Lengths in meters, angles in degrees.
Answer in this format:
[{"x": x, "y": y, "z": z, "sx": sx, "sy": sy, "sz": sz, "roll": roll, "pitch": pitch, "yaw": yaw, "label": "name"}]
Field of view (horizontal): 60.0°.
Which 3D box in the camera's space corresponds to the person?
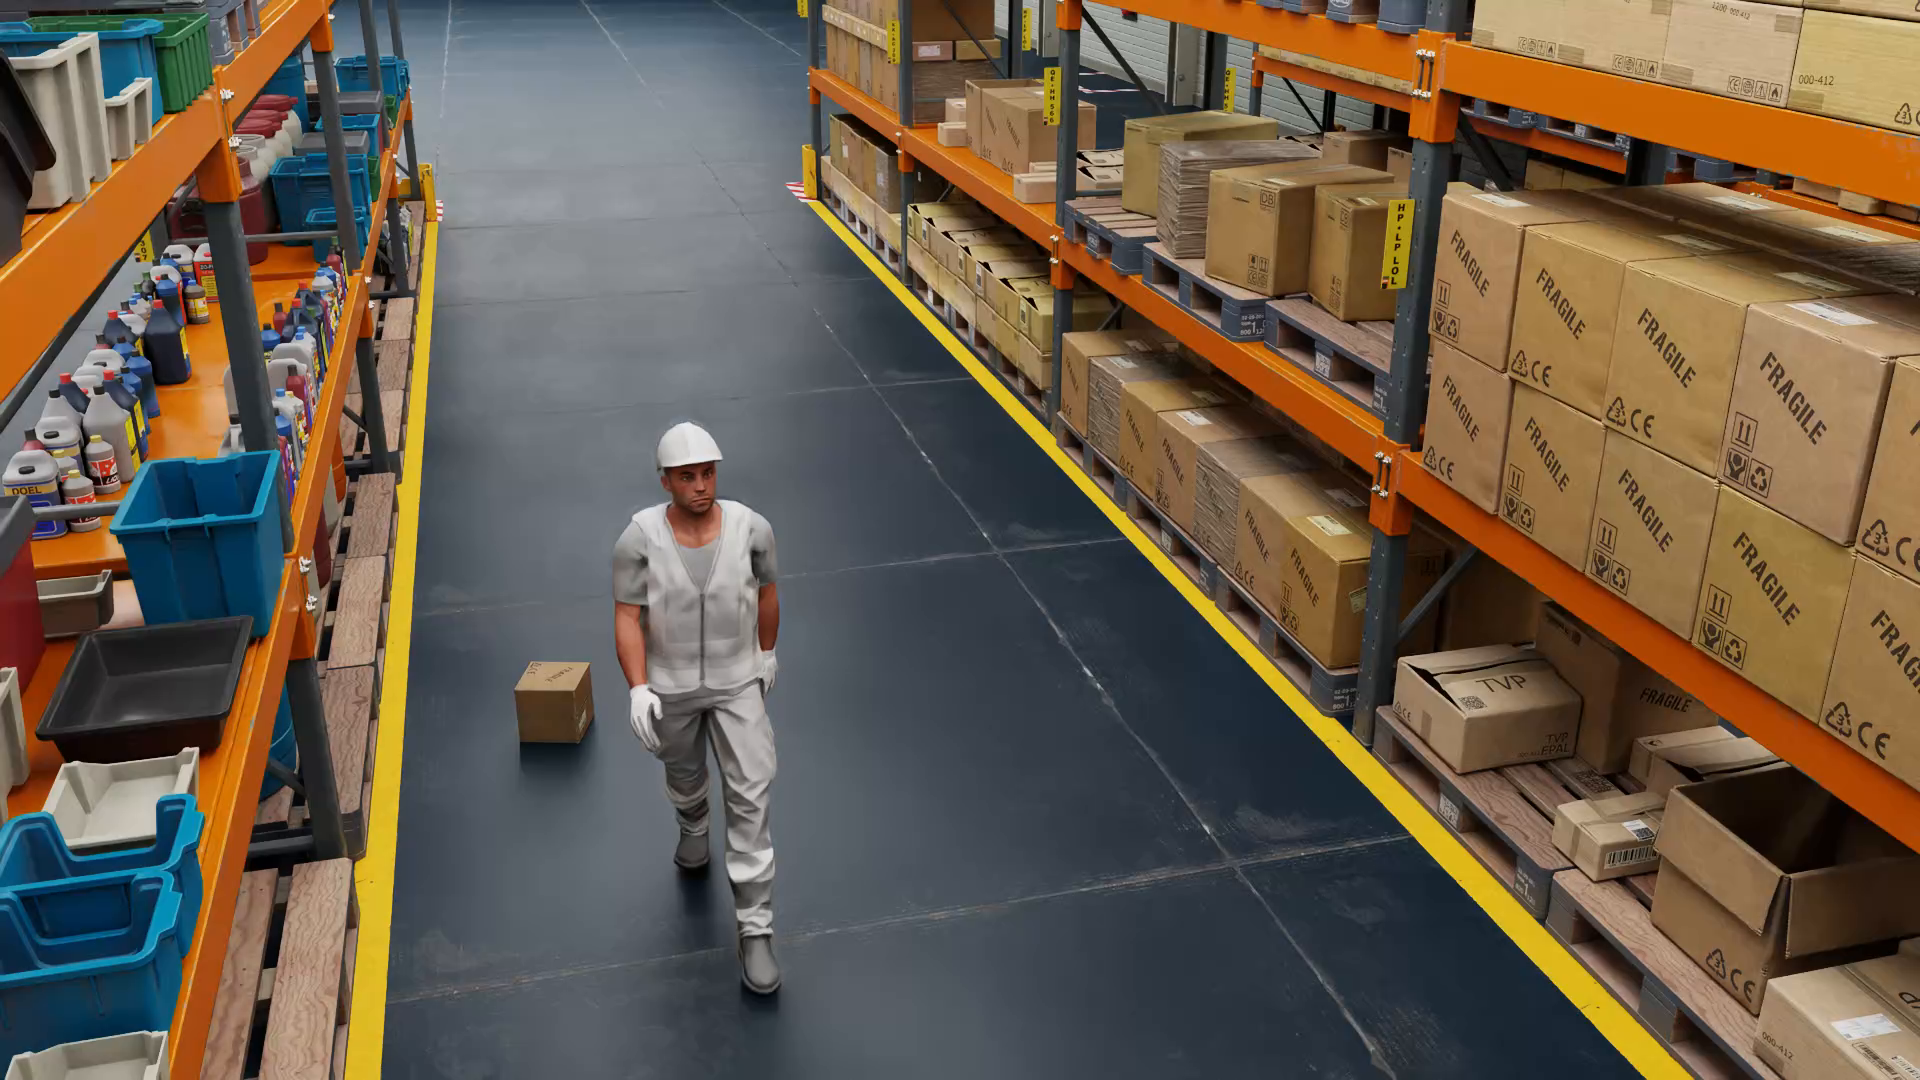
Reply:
[{"x": -0.823, "y": 0.480, "z": 5.377, "sx": 0.541, "sy": 1.719, "sz": 1.055, "roll": -5, "pitch": 23, "yaw": -11, "label": "person"}]
